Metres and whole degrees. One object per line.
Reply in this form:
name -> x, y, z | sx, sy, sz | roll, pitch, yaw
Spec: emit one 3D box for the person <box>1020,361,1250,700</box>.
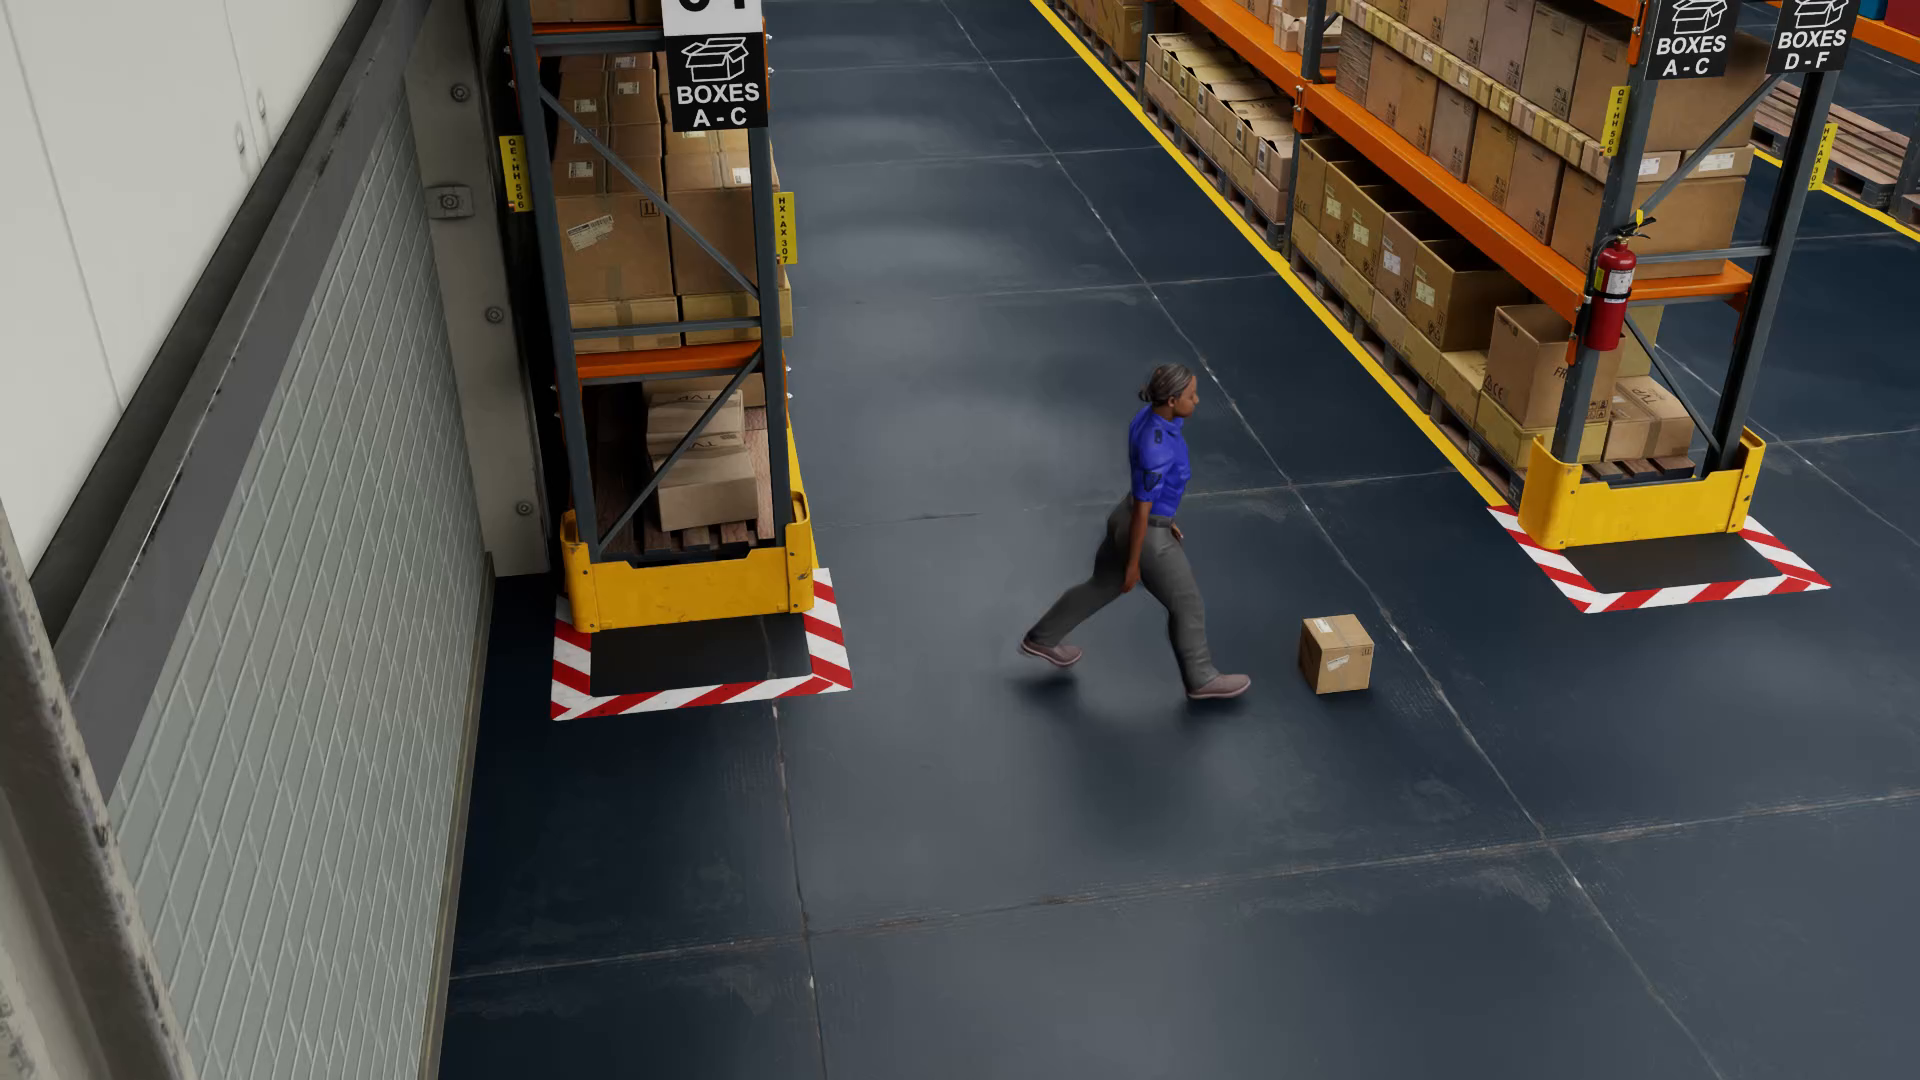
person -> 0.796, -0.033, 7.203 | 1.027, 1.605, 0.465 | -1, 31, -2
